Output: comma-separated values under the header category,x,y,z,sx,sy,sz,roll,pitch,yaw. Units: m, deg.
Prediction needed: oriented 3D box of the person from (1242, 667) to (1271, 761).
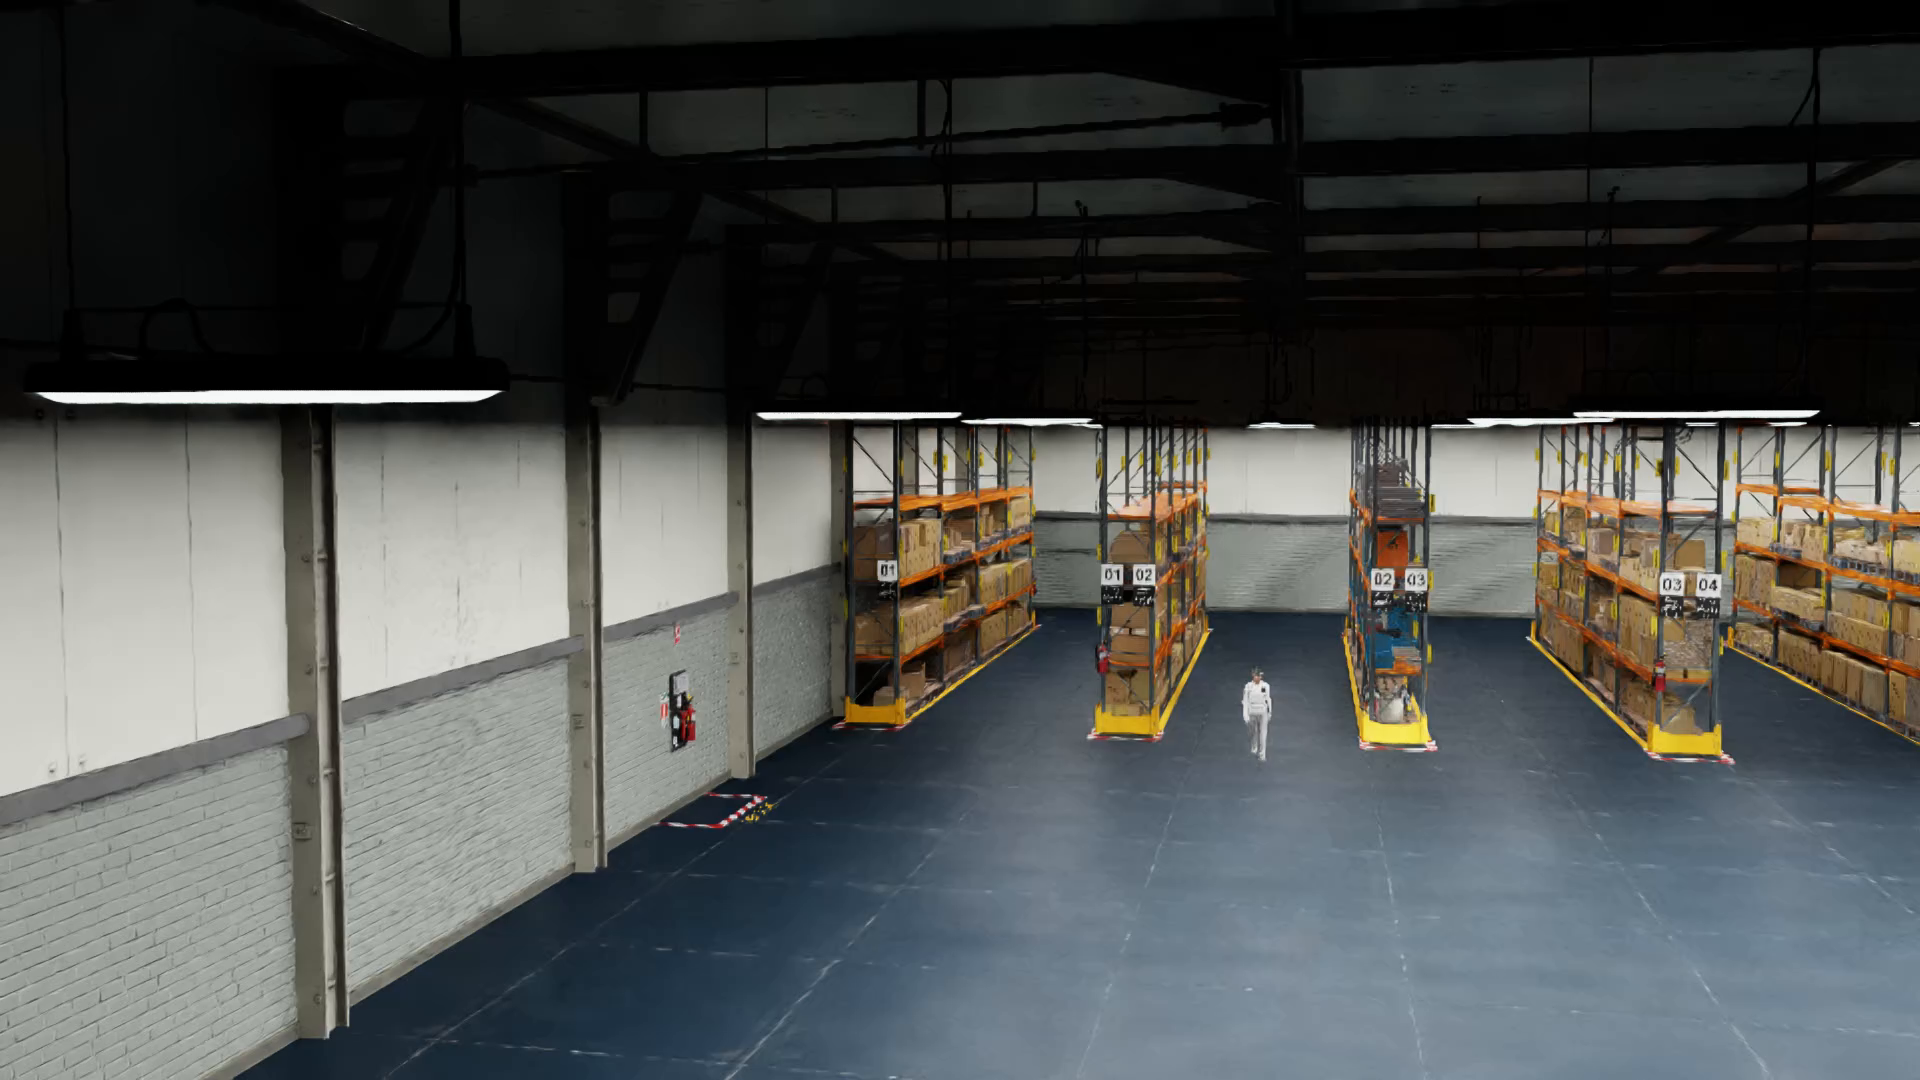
category,x,y,z,sx,sy,sz,roll,pitch,yaw
person,5.148,2.984,28.888,0.489,1.589,1.086,1,4,14
